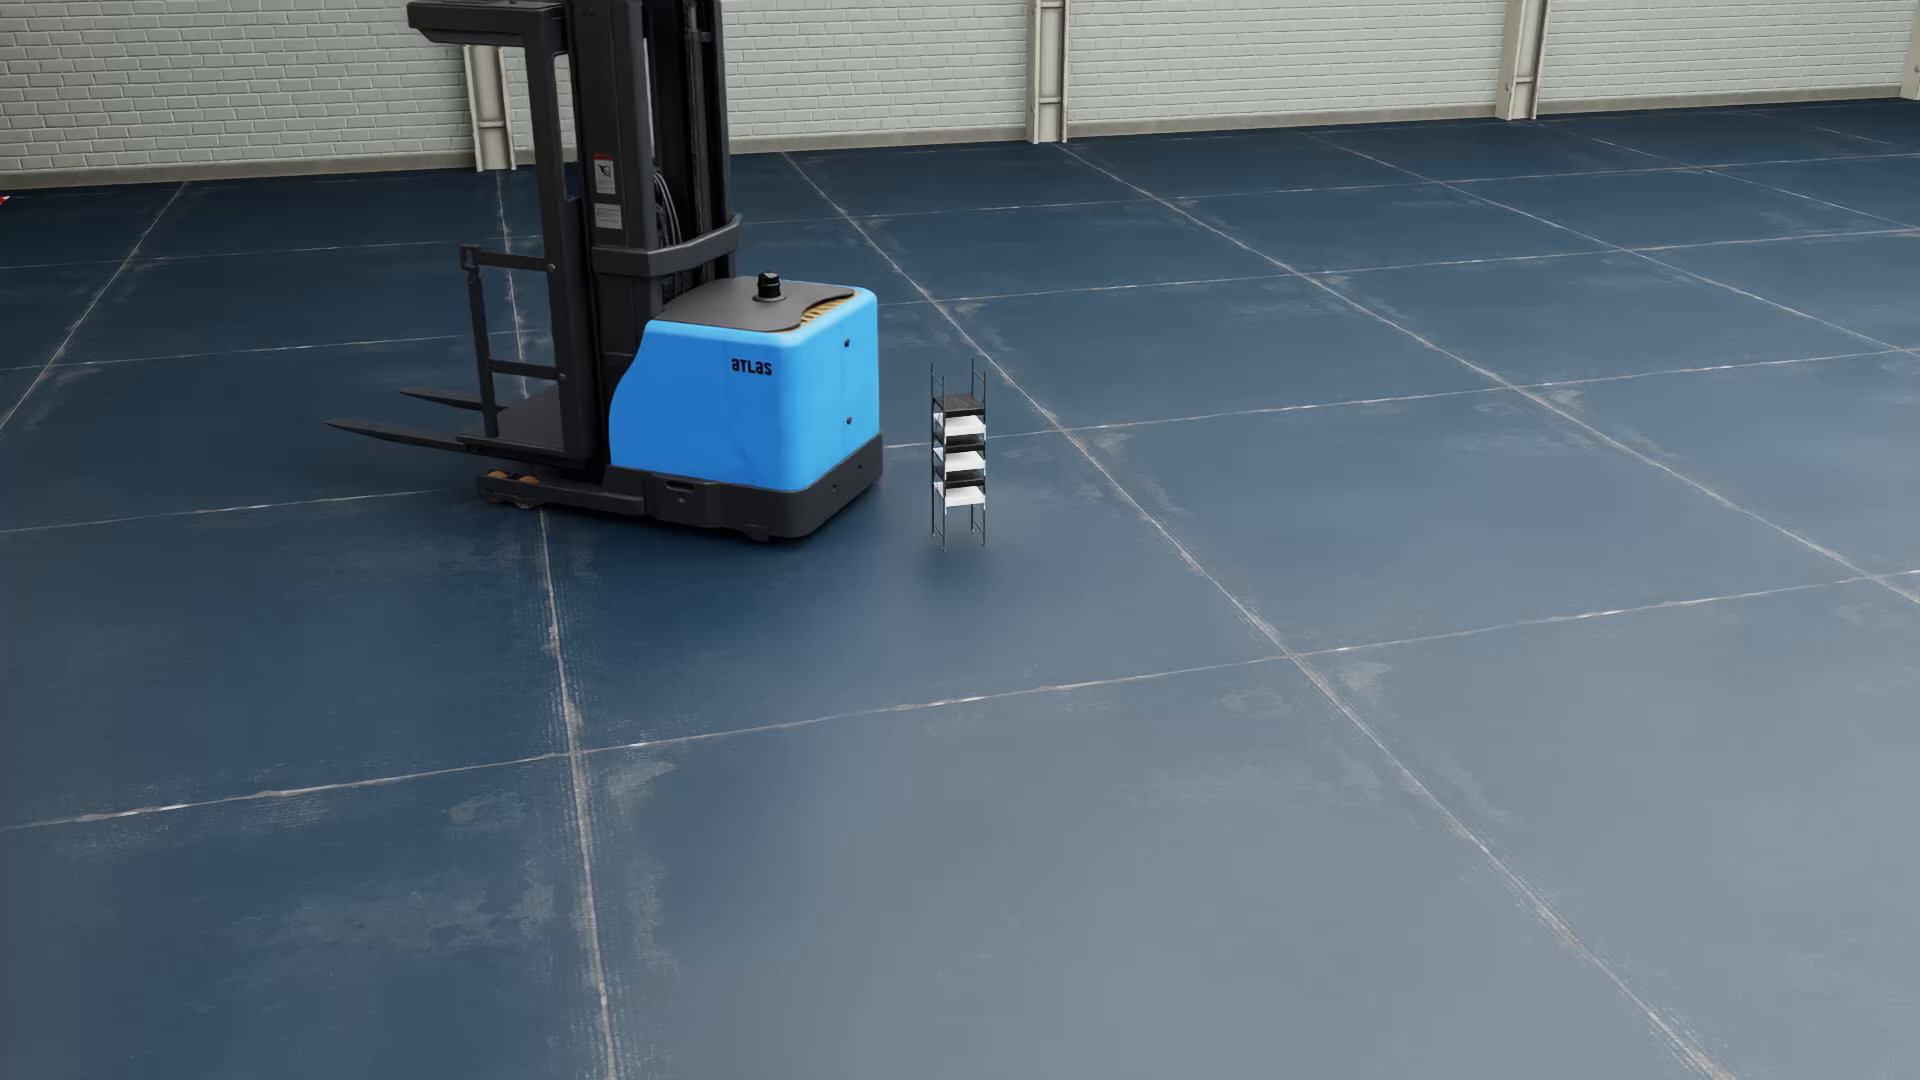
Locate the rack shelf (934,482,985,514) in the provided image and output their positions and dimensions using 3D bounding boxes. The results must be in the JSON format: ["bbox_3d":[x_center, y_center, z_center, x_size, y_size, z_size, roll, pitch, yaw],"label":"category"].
[{"bbox_3d":[-0.008,-0.217,8.155,0.200,0.077,0.258,-6,24,-14],"label":"rack shelf"}]

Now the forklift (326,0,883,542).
[{"bbox_3d":[-1.981,-1.691,8.474,3.031,2.935,1.130,9,25,20],"label":"forklift"}]

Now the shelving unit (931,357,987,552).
[{"bbox_3d":[-0.008,-0.413,8.071,0.210,0.900,0.258,-6,24,-14],"label":"shelving unit"}]

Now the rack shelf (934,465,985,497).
[{"bbox_3d":[-0.008,-0.299,8.119,0.200,0.077,0.258,-6,24,-14],"label":"rack shelf"}]

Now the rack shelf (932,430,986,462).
[{"bbox_3d":[-0.008,-0.465,8.048,0.200,0.077,0.258,-6,24,-14],"label":"rack shelf"}]

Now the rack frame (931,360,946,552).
[{"bbox_3d":[-0.106,-0.402,8.045,0.006,0.900,0.240,-6,24,-14],"label":"rack frame"}]

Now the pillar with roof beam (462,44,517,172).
[{"bbox_3d":[-3.645,-6.361,11.662,0.400,9.000,9.100,-6,24,-14],"label":"pillar with roof beam"}]

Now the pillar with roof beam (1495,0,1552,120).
[{"bbox_3d":[7.909,-7.639,14.641,0.400,9.000,9.100,-6,24,-14],"label":"pillar with roof beam"}]

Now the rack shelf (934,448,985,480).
[{"bbox_3d":[-0.008,-0.382,8.084,0.200,0.077,0.258,-6,24,-14],"label":"rack shelf"}]

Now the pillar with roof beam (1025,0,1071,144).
[{"bbox_3d":[2.132,-7.000,13.152,0.400,9.000,9.100,-6,24,-14],"label":"pillar with roof beam"}]

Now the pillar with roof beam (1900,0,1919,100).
[{"bbox_3d":[13.686,-8.278,16.131,0.400,9.000,9.100,-6,24,-14],"label":"pillar with roof beam"}]

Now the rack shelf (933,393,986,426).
[{"bbox_3d":[-0.008,-0.630,7.977,0.200,0.077,0.258,-6,24,-14],"label":"rack shelf"}]

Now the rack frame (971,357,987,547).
[{"bbox_3d":[0.090,-0.424,8.096,0.006,0.900,0.240,-6,24,-14],"label":"rack frame"}]

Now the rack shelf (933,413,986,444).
[{"bbox_3d":[-0.008,-0.547,8.013,0.200,0.077,0.258,-6,24,-14],"label":"rack shelf"}]
